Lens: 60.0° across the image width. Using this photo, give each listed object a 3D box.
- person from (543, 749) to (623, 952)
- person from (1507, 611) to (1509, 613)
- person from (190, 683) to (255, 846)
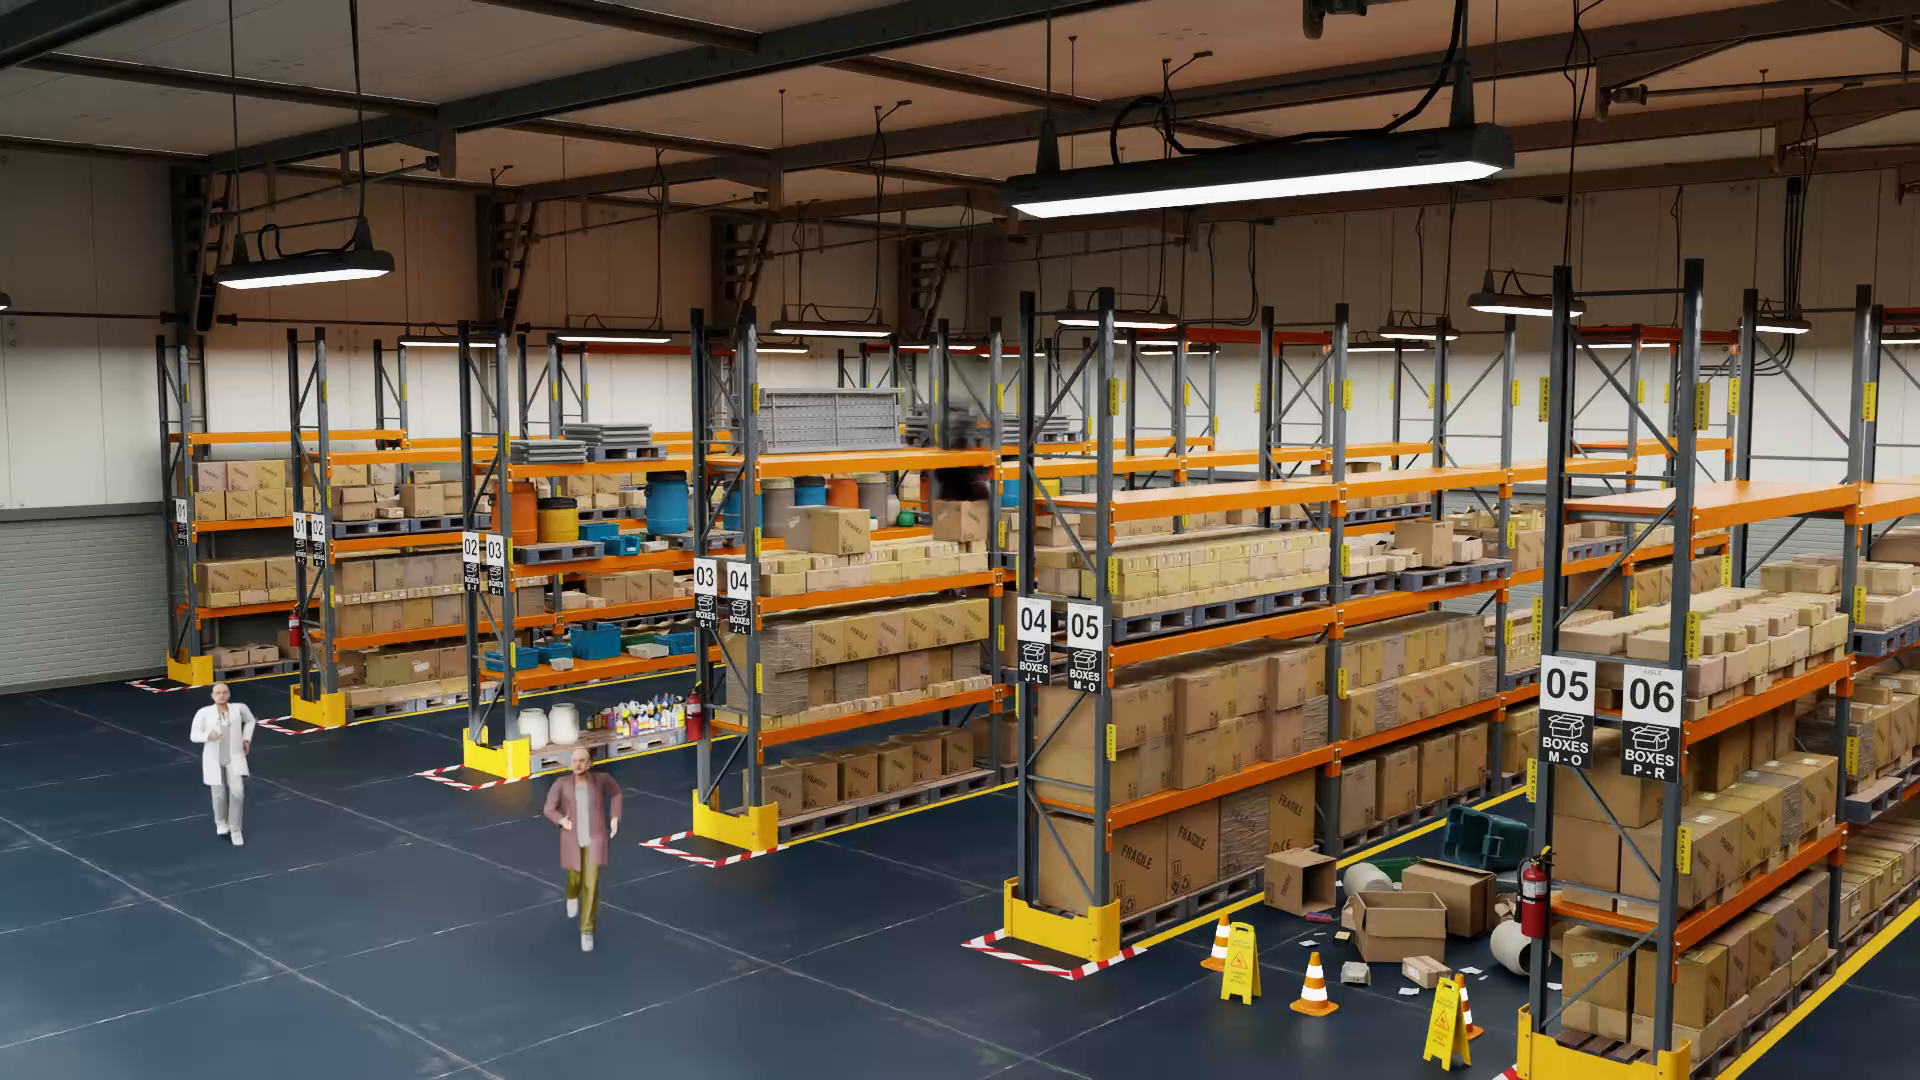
[{"bbox_3d":[-3.519,2.821,15.570,0.719,1.795,1.048,-1,5,-8],"label":"person"},{"bbox_3d":[8.483,1.923,25.779,0.612,1.706,0.909,5,7,43],"label":"person"},{"bbox_3d":[-8.288,2.528,18.750,0.684,1.840,0.790,-3,6,-25],"label":"person"}]
